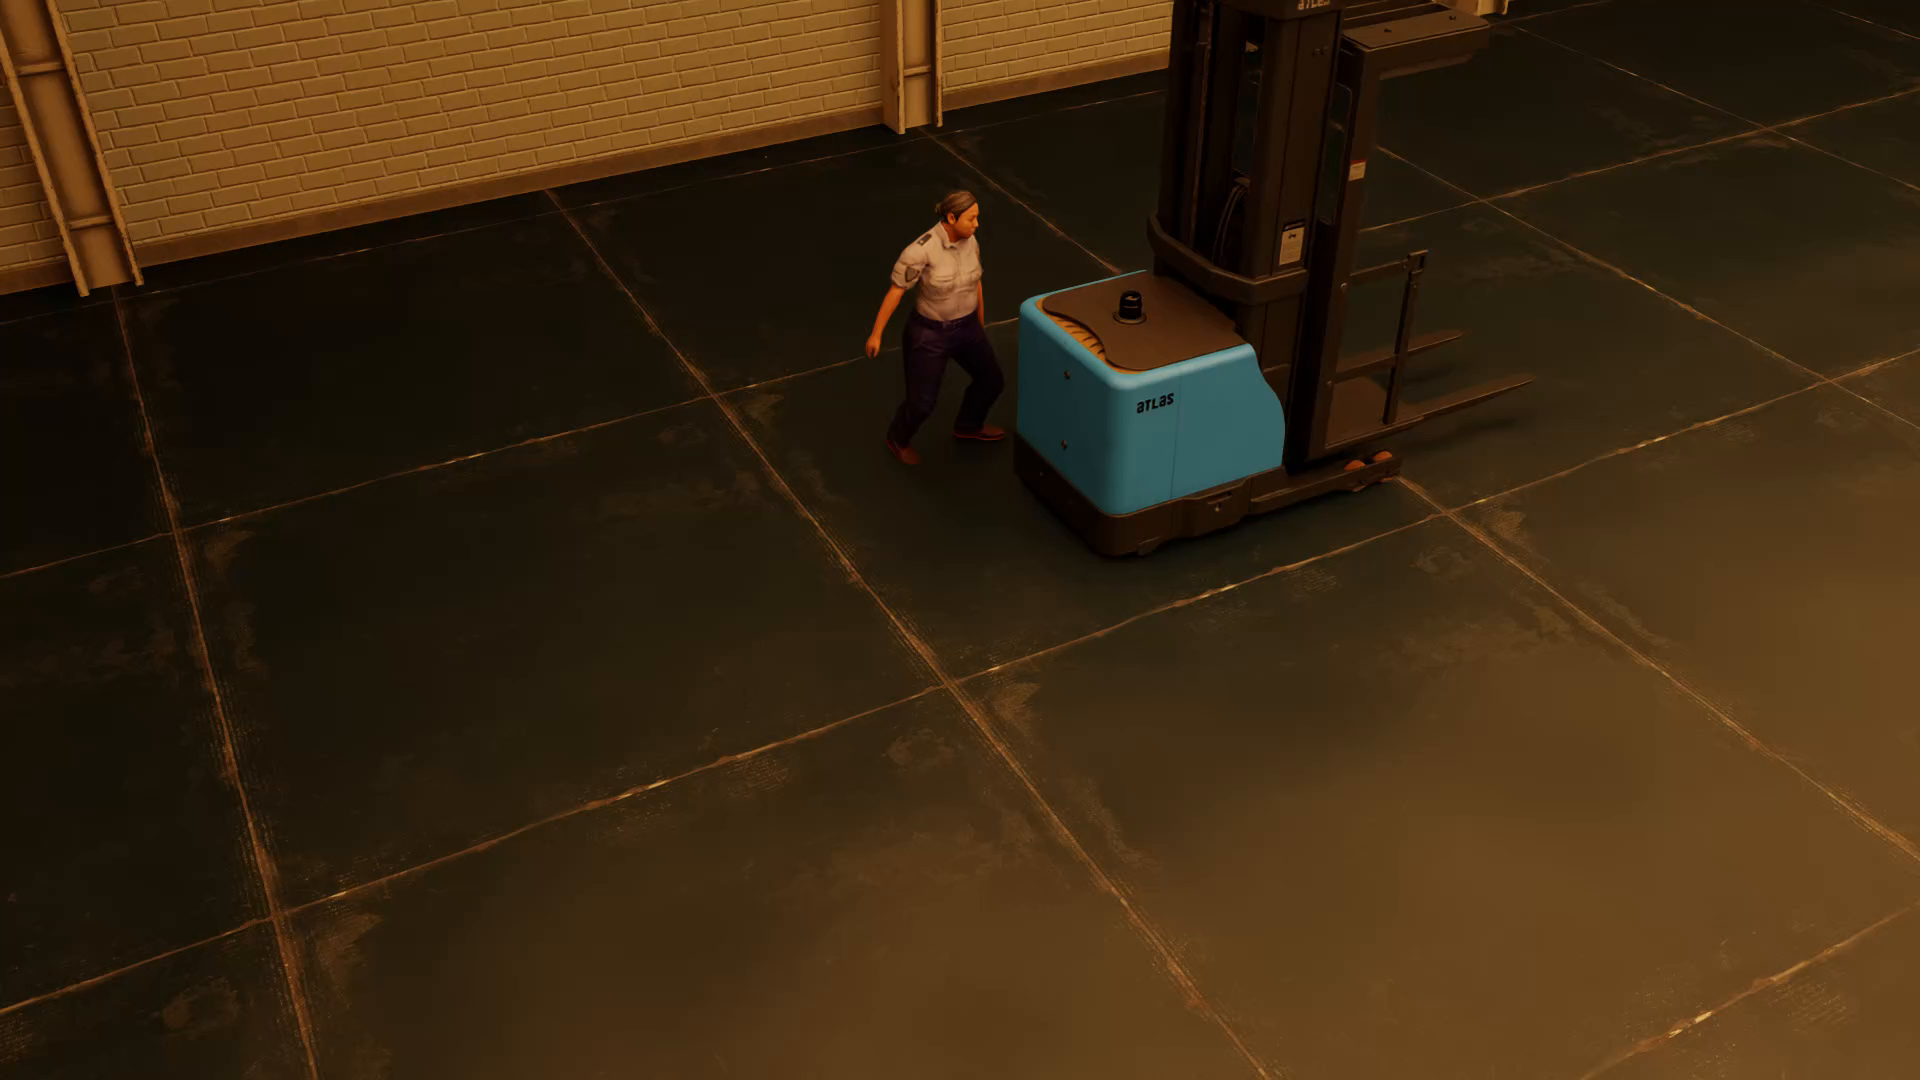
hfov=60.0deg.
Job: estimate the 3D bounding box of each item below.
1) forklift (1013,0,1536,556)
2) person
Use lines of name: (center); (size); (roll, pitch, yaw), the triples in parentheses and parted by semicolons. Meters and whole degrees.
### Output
forklift: (1.836, -1.713, 8.546); (3.031, 2.935, 1.130); (-17, 39, -23)
person: (-0.130, -1.121, 8.924); (0.840, 1.631, 0.476); (-23, 41, -29)
